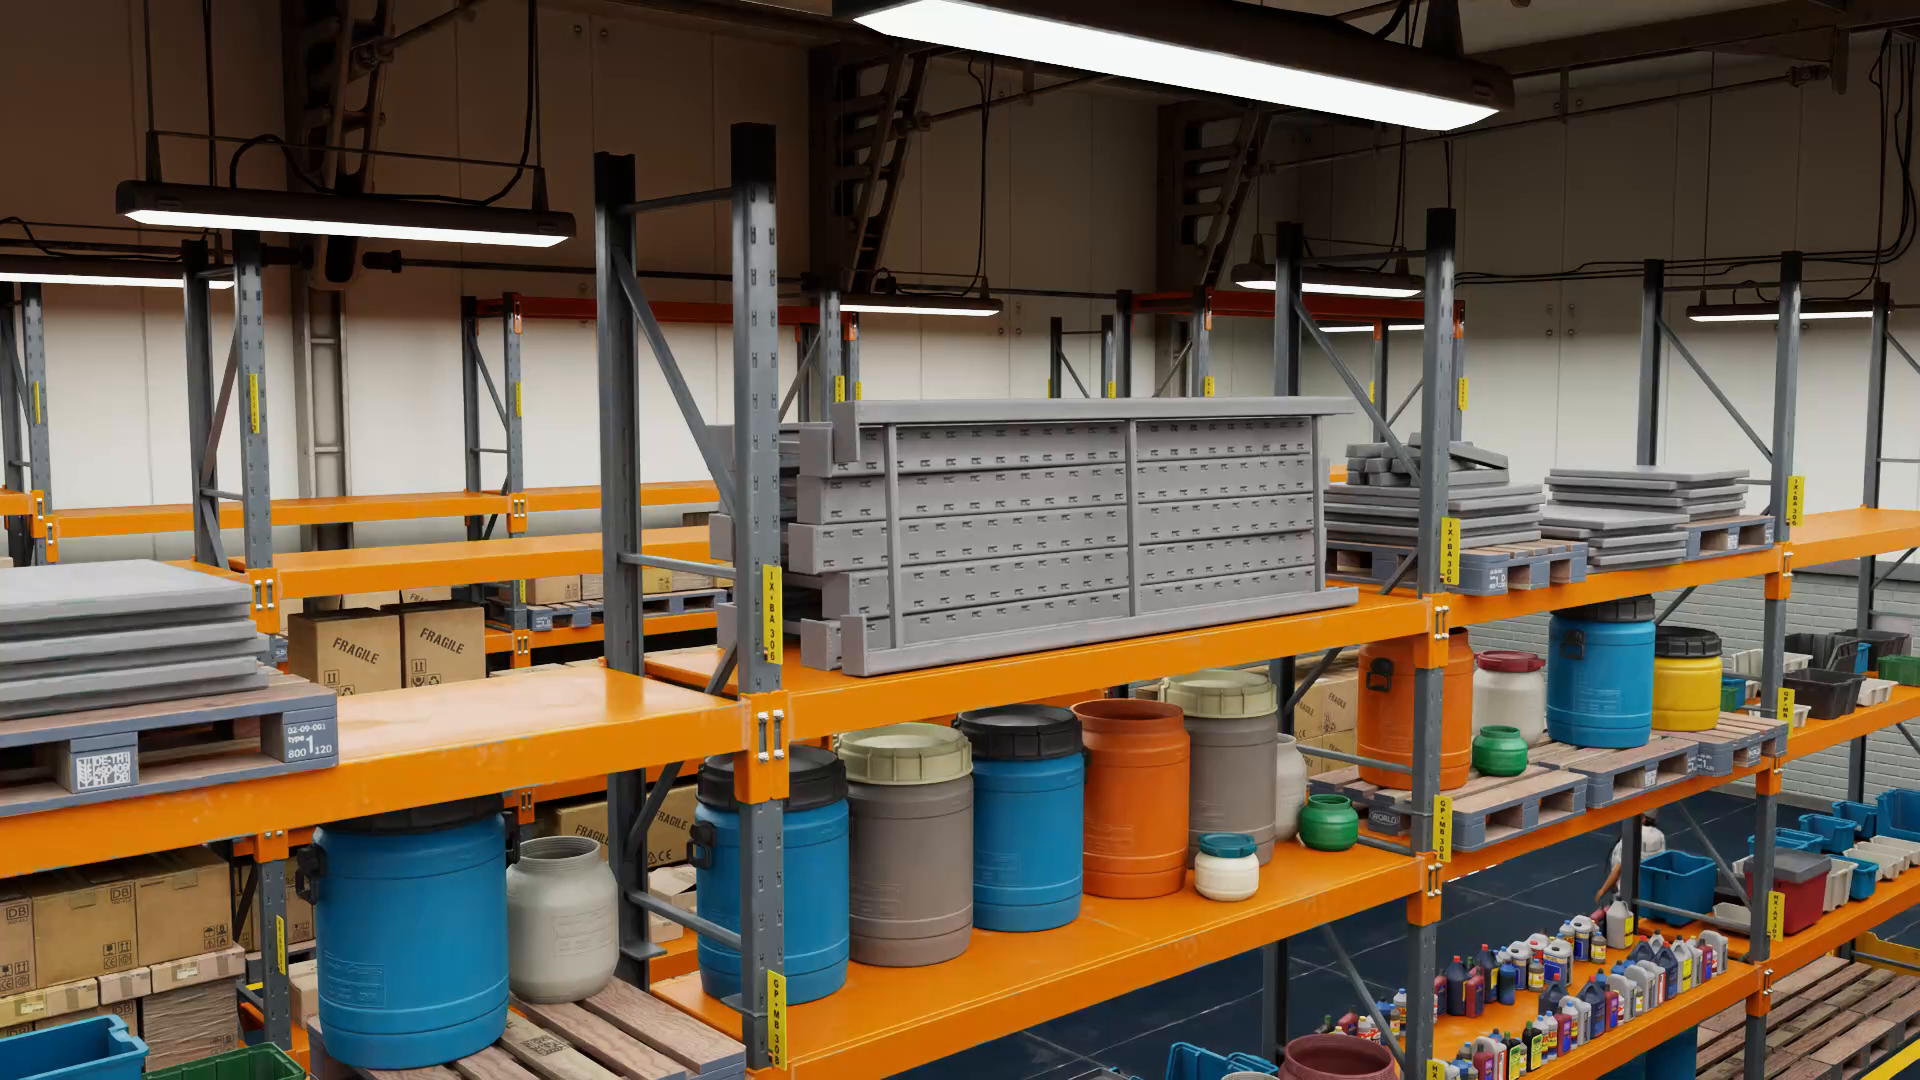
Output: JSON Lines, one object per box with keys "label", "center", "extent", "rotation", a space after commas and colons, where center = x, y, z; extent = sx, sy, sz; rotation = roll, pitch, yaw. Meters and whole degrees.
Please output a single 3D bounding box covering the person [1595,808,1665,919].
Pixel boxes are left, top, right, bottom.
{"label": "person", "center": [5.711, 2.996, 14.202], "extent": [0.587, 1.626, 0.862], "rotation": [-2, 6, -19]}
